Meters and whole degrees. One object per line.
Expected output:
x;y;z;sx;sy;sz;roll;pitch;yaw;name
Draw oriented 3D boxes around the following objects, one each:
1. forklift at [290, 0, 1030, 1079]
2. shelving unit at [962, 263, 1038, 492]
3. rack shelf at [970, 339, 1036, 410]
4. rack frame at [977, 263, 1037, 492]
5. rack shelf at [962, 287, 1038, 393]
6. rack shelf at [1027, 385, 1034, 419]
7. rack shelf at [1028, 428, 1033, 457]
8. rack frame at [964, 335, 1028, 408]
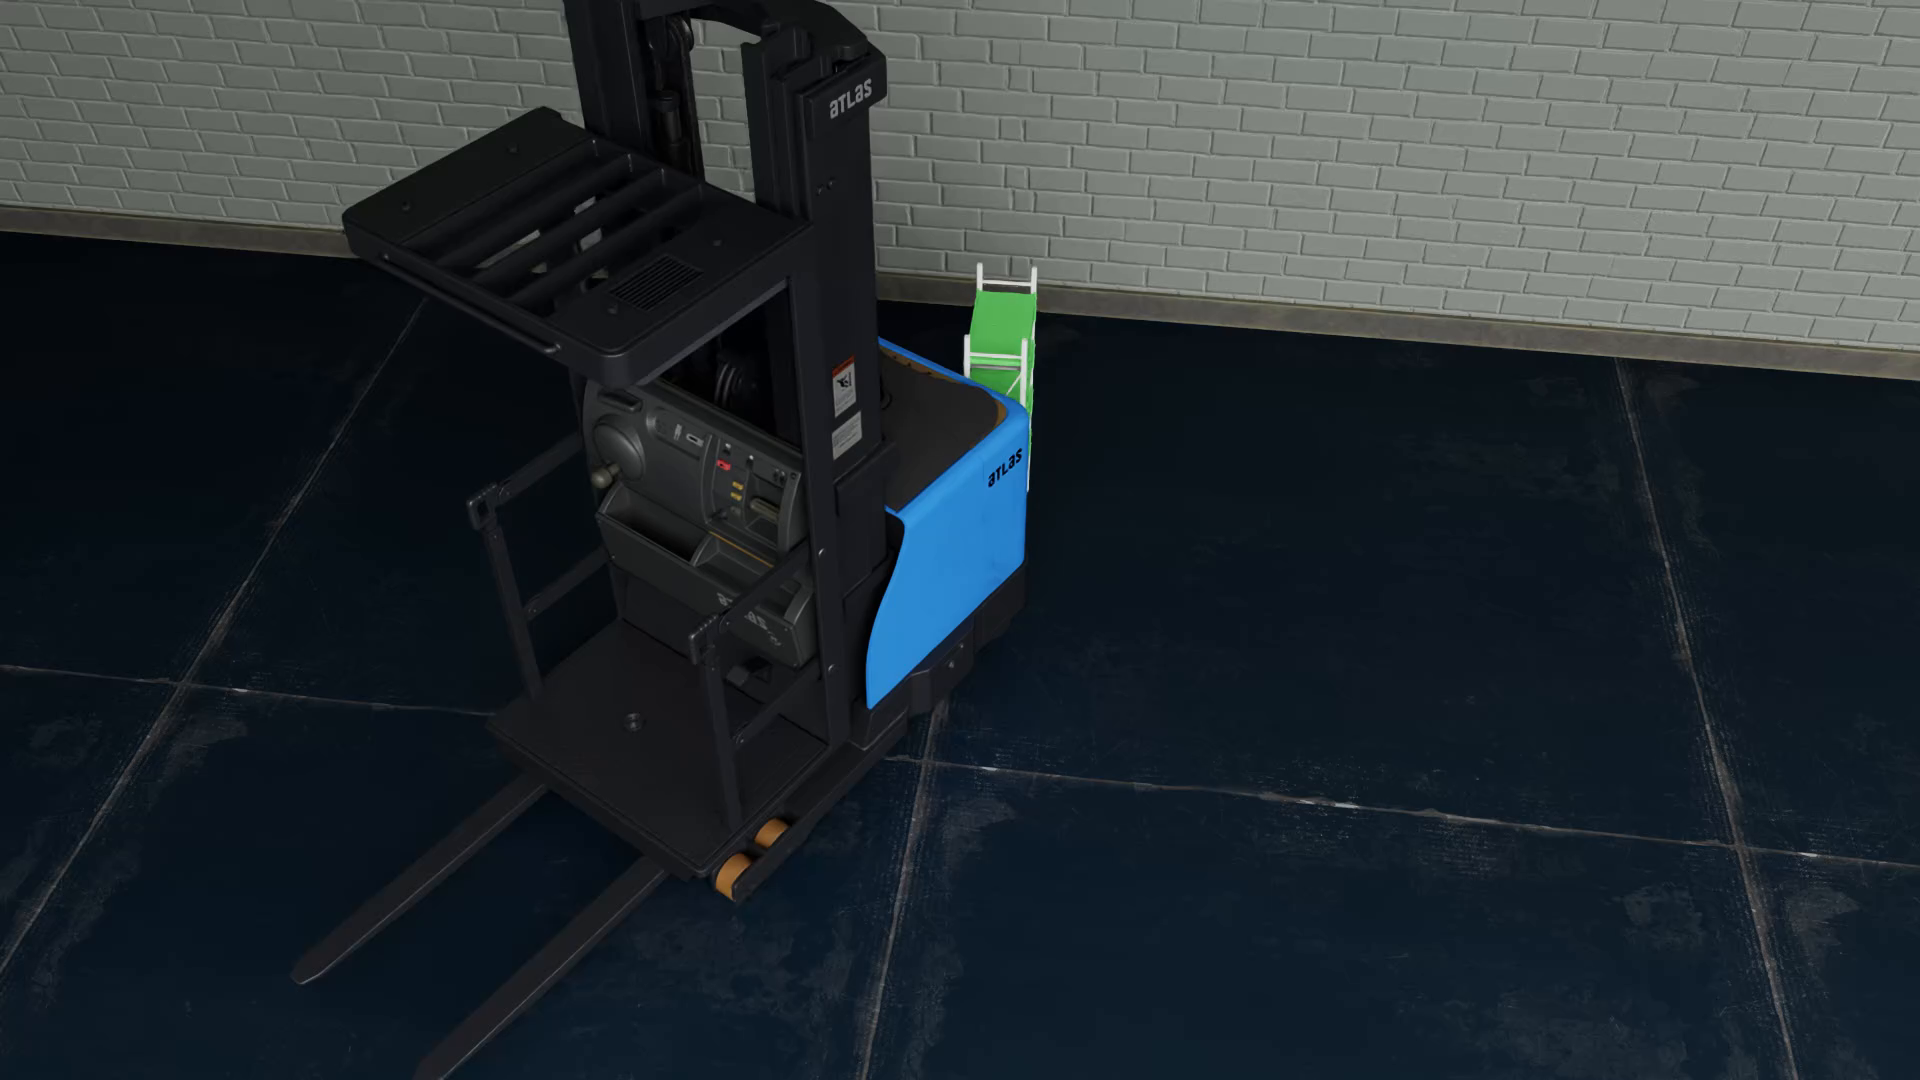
-1.011;-0.174;5.302;1.130;2.935;3.031;27;50;26;forklift
0.163;-0.498;6.904;0.258;1.200;0.503;4;44;5;shelving unit
0.163;-0.626;6.783;0.258;0.148;0.480;4;44;5;rack shelf
0.189;-0.665;7.080;0.240;1.200;0.015;4;44;5;rack frame
0.163;-0.801;6.618;0.258;0.148;0.480;4;44;5;rack shelf
0.163;-0.452;6.948;0.258;0.148;0.480;4;44;5;rack shelf
0.163;-0.278;7.113;0.258;0.148;0.480;4;44;5;rack shelf
0.136;-0.332;6.728;0.240;1.200;0.015;4;44;5;rack frame
